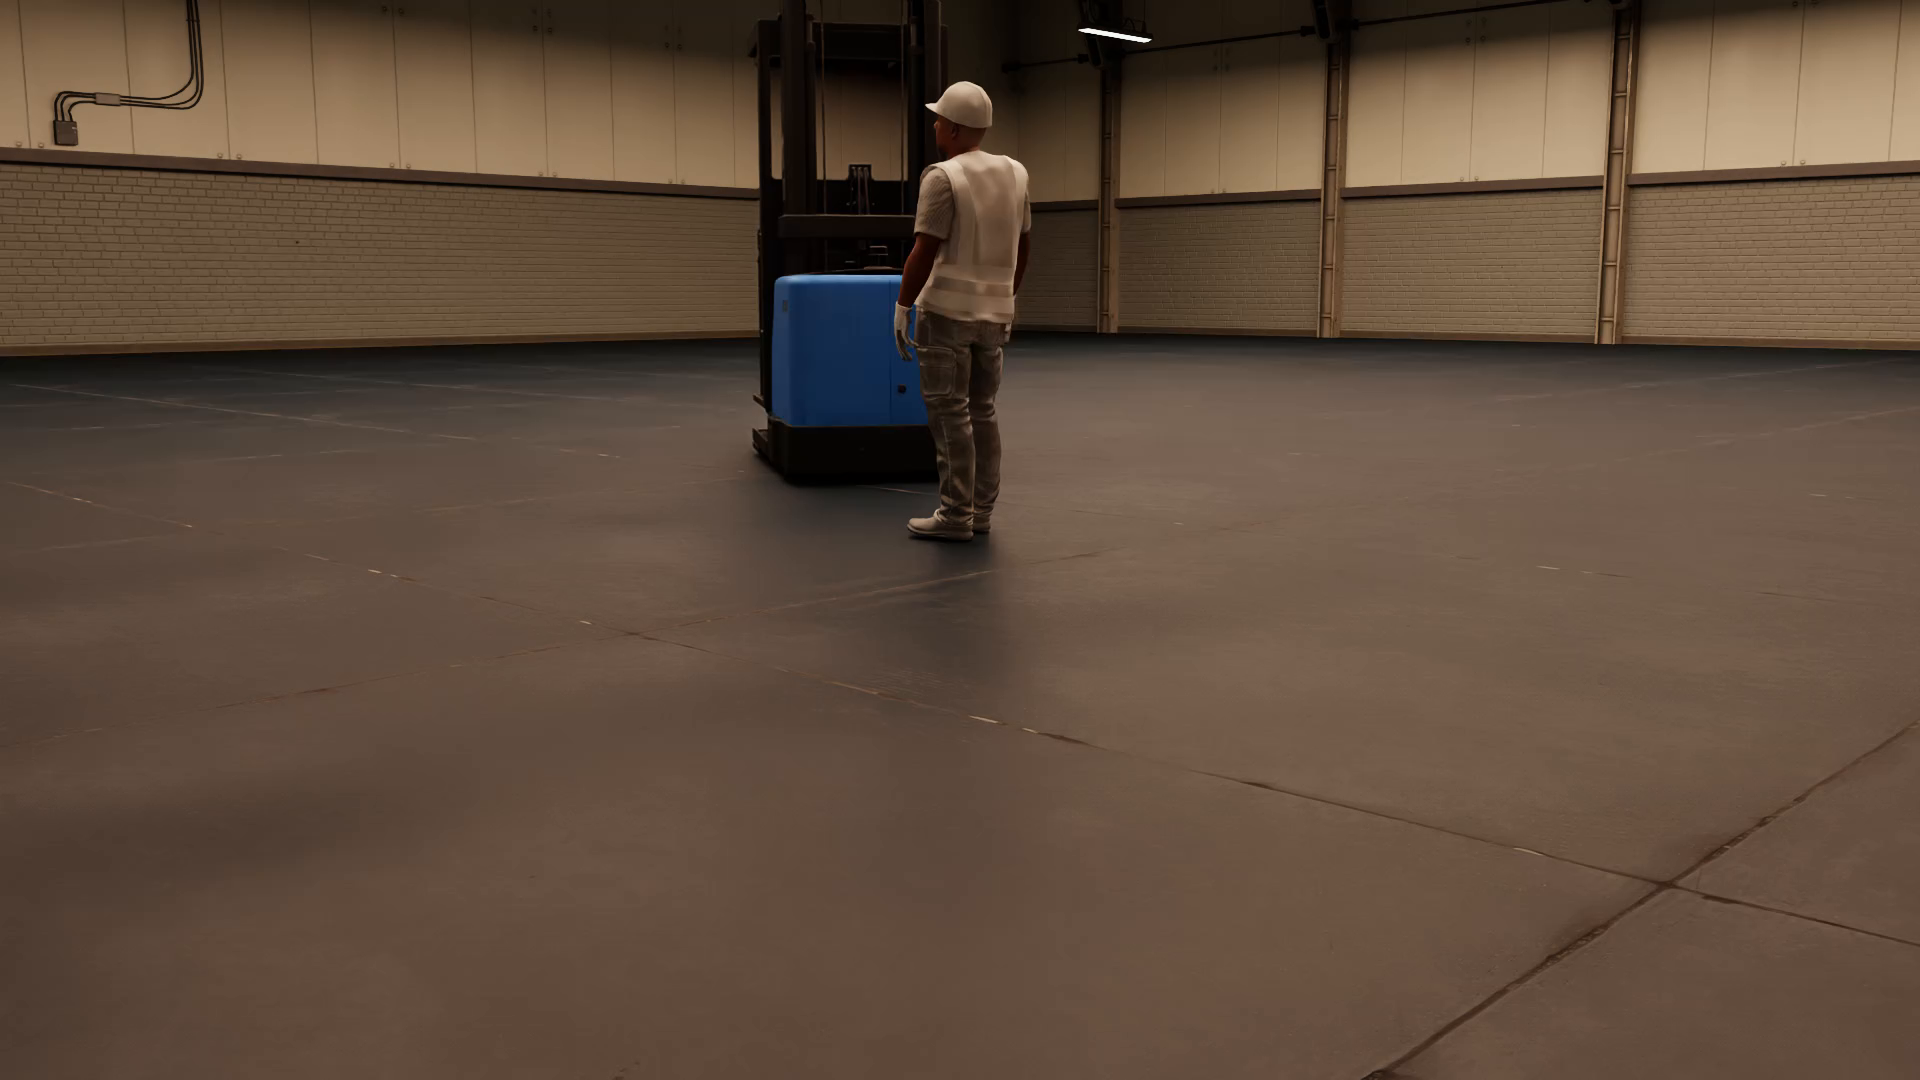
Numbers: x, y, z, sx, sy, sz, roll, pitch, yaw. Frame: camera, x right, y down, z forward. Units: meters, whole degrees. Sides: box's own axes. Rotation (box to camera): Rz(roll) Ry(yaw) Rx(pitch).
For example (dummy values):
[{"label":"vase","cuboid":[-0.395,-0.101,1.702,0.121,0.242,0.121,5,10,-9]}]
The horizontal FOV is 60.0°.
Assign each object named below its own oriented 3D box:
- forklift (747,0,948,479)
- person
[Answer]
[{"label":"forklift","cuboid":[-0.659,-1.951,9.830,1.130,2.935,3.031,-2,9,-12]},{"label":"person","cuboid":[-0.047,-0.897,6.639,0.575,1.784,0.656,8,12,43]}]
